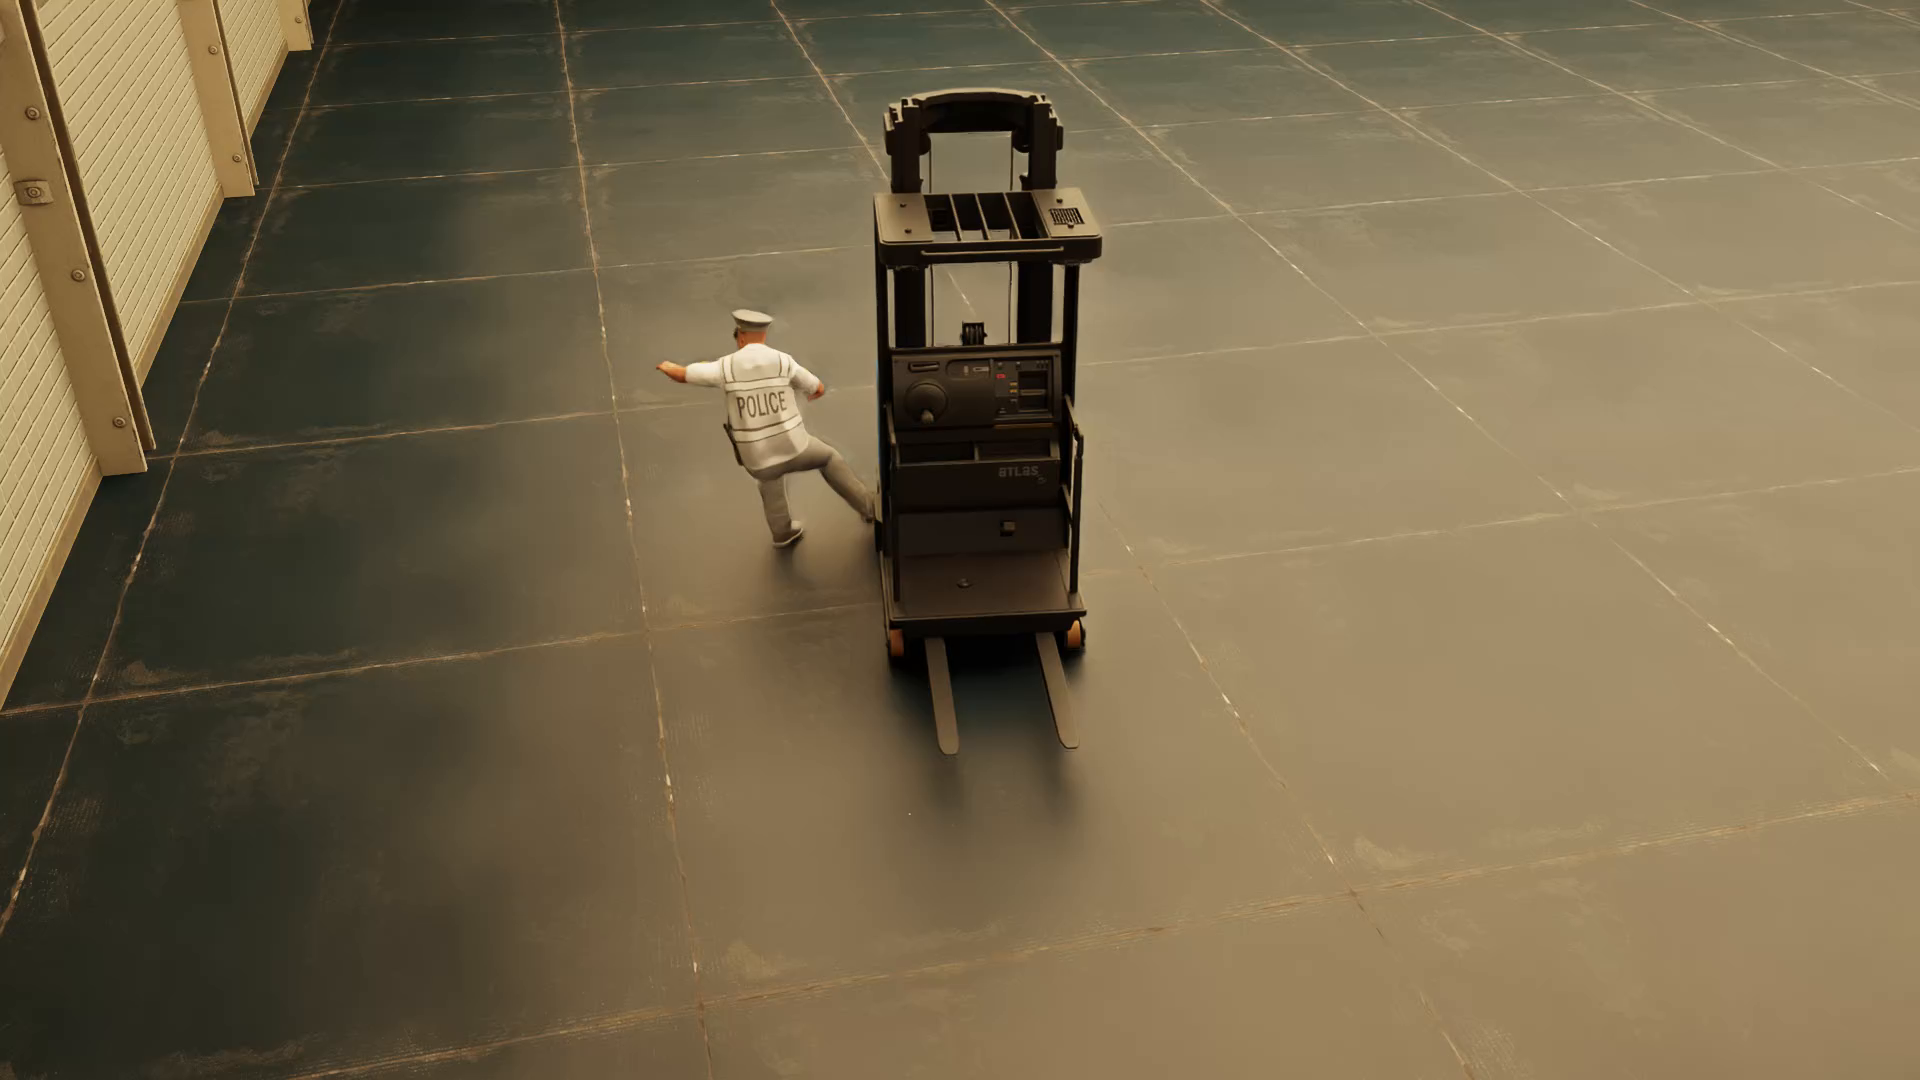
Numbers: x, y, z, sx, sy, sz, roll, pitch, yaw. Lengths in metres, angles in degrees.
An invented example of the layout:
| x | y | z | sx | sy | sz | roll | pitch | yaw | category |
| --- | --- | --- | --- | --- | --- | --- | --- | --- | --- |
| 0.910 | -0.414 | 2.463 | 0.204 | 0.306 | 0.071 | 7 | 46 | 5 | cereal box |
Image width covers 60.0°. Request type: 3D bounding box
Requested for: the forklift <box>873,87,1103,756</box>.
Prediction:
| x | y | z | sx | sy | sz | roll | pitch | yaw | category |
| --- | --- | --- | --- | --- | --- | --- | --- | --- | --- |
| 0.116 | -0.784 | 8.928 | 1.130 | 2.935 | 3.031 | -3 | 30 | -5 | forklift |

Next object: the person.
| x | y | z | sx | sy | sz | roll | pitch | yaw | category |
| --- | --- | --- | --- | --- | --- | --- | --- | --- | --- |
| -1.089 | -0.723 | 10.251 | 1.440 | 1.467 | 0.881 | -7 | 31 | -12 | person |
